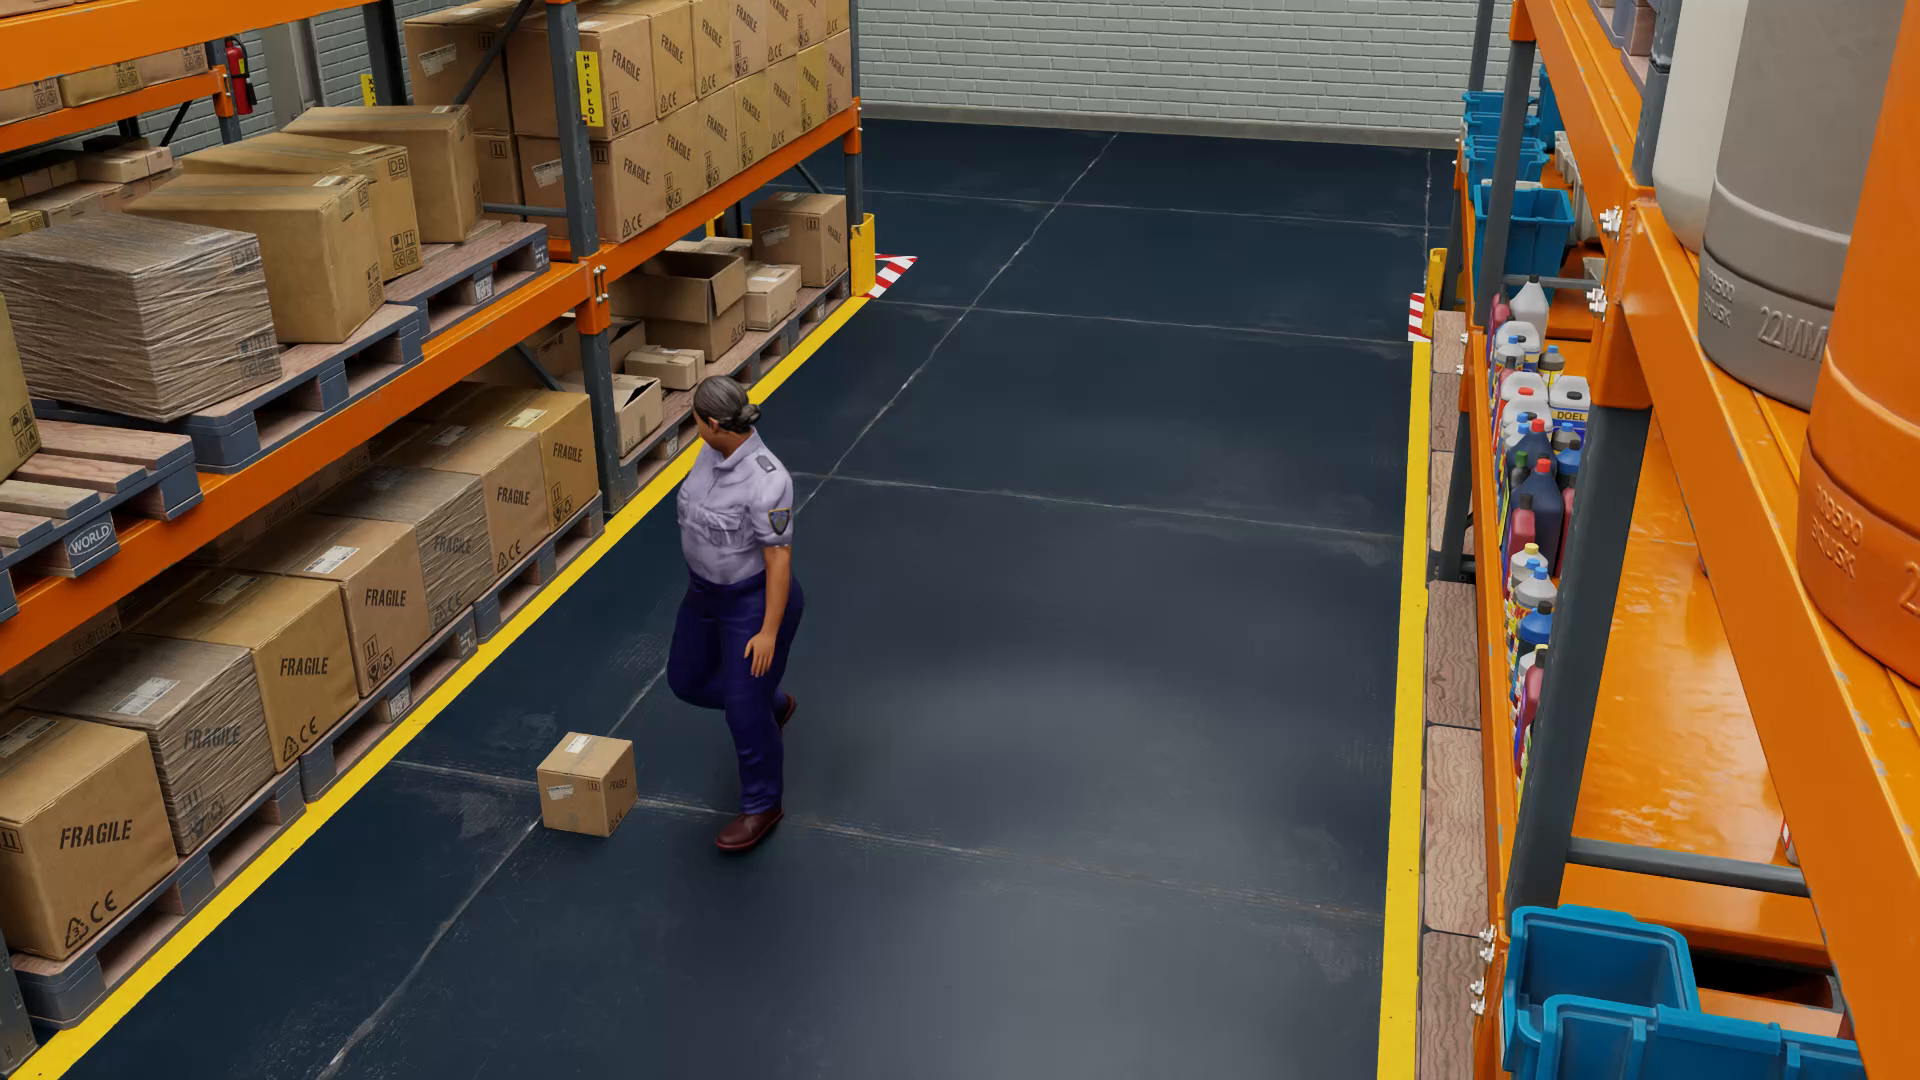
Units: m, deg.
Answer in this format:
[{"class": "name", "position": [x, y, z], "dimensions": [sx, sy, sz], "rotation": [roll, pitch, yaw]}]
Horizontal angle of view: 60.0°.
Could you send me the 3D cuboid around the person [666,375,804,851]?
[{"class": "person", "position": [-0.717, 0.209, 5.647], "dimensions": [0.572, 1.636, 0.524], "rotation": [-22, 33, -38]}]
